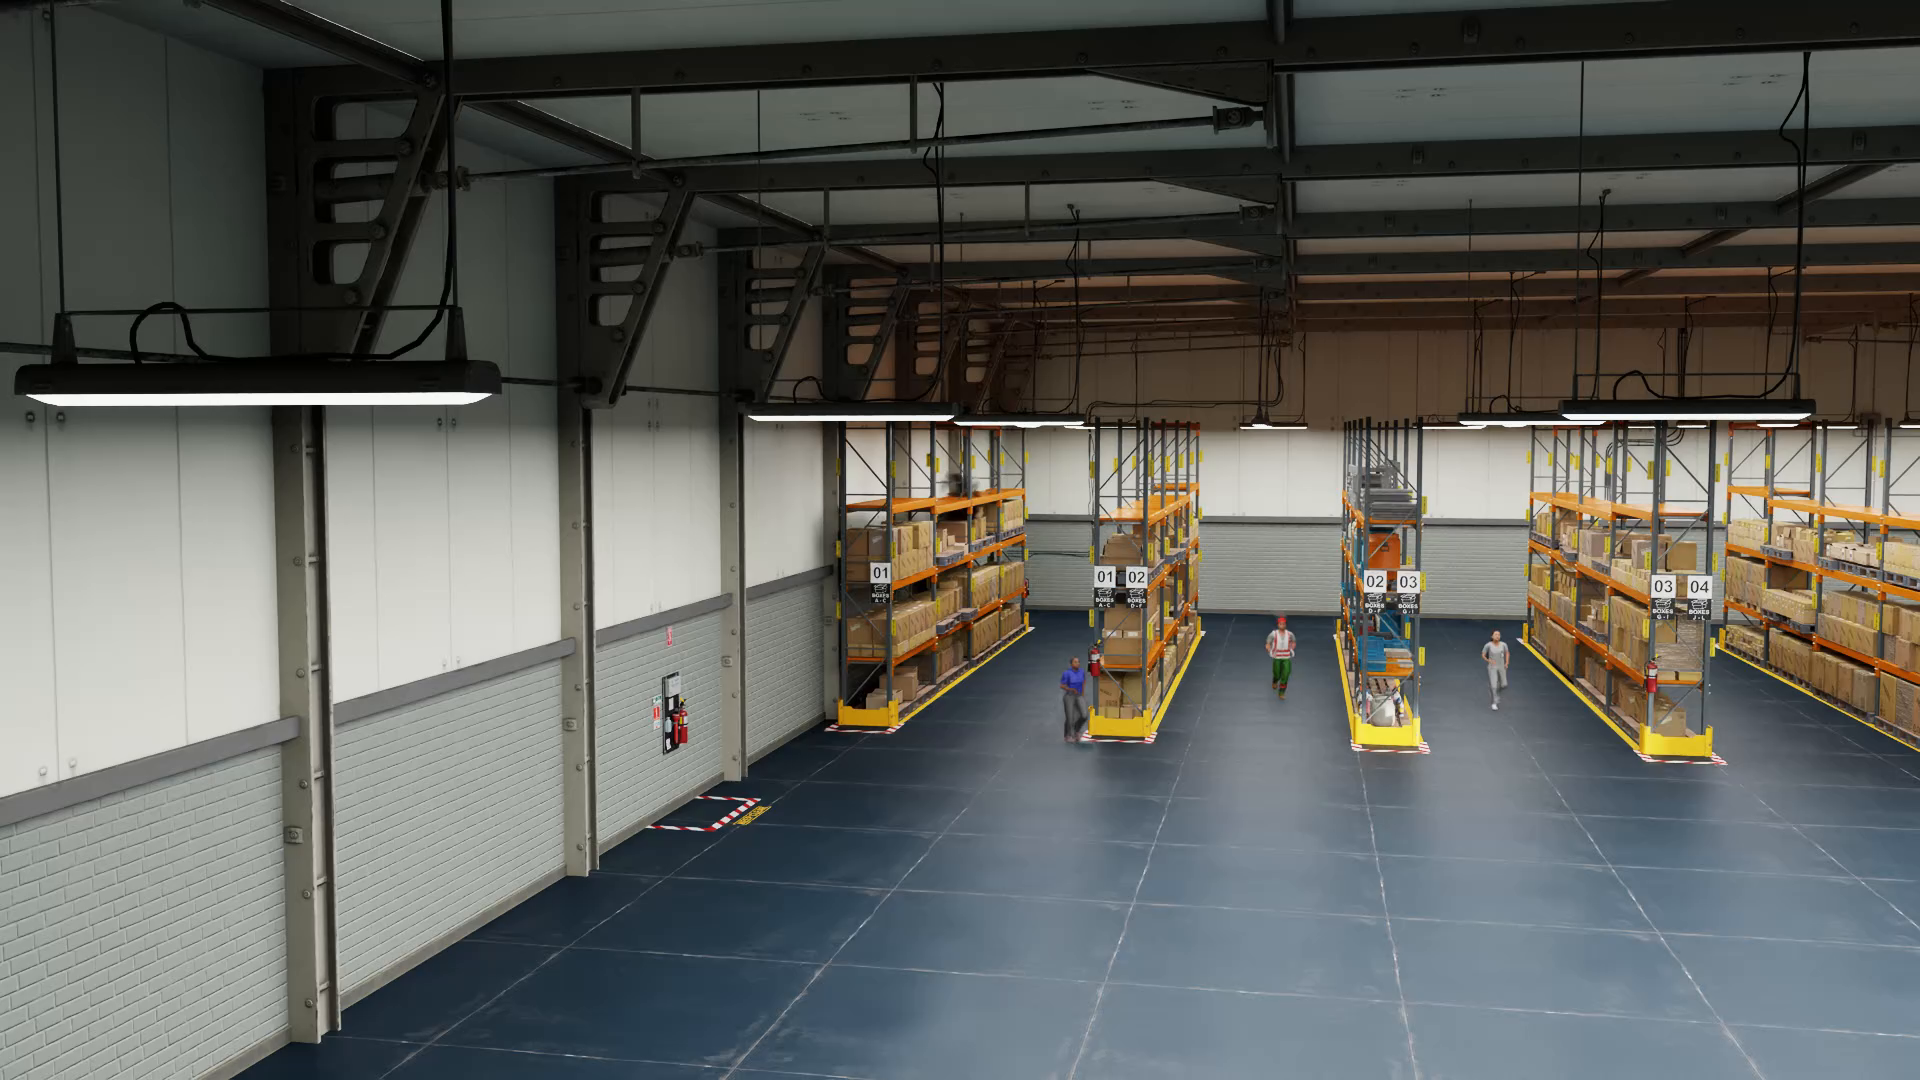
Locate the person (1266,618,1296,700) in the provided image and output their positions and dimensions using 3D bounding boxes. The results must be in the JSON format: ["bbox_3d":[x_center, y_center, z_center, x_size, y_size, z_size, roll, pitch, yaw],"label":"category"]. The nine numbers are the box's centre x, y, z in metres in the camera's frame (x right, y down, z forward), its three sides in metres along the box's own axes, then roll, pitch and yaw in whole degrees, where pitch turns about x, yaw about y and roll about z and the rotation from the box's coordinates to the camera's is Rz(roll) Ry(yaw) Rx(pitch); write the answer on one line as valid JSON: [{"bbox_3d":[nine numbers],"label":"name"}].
[{"bbox_3d":[6.907,2.535,35.699,0.653,1.748,0.734,0,4,0],"label":"person"}]

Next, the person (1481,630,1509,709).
[{"bbox_3d":[11.111,2.680,34.464,0.601,1.623,0.578,0,4,-1],"label":"person"}]

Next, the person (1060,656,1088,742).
[{"bbox_3d":[2.118,2.931,30.589,0.582,1.608,0.693,-1,4,-20],"label":"person"}]
